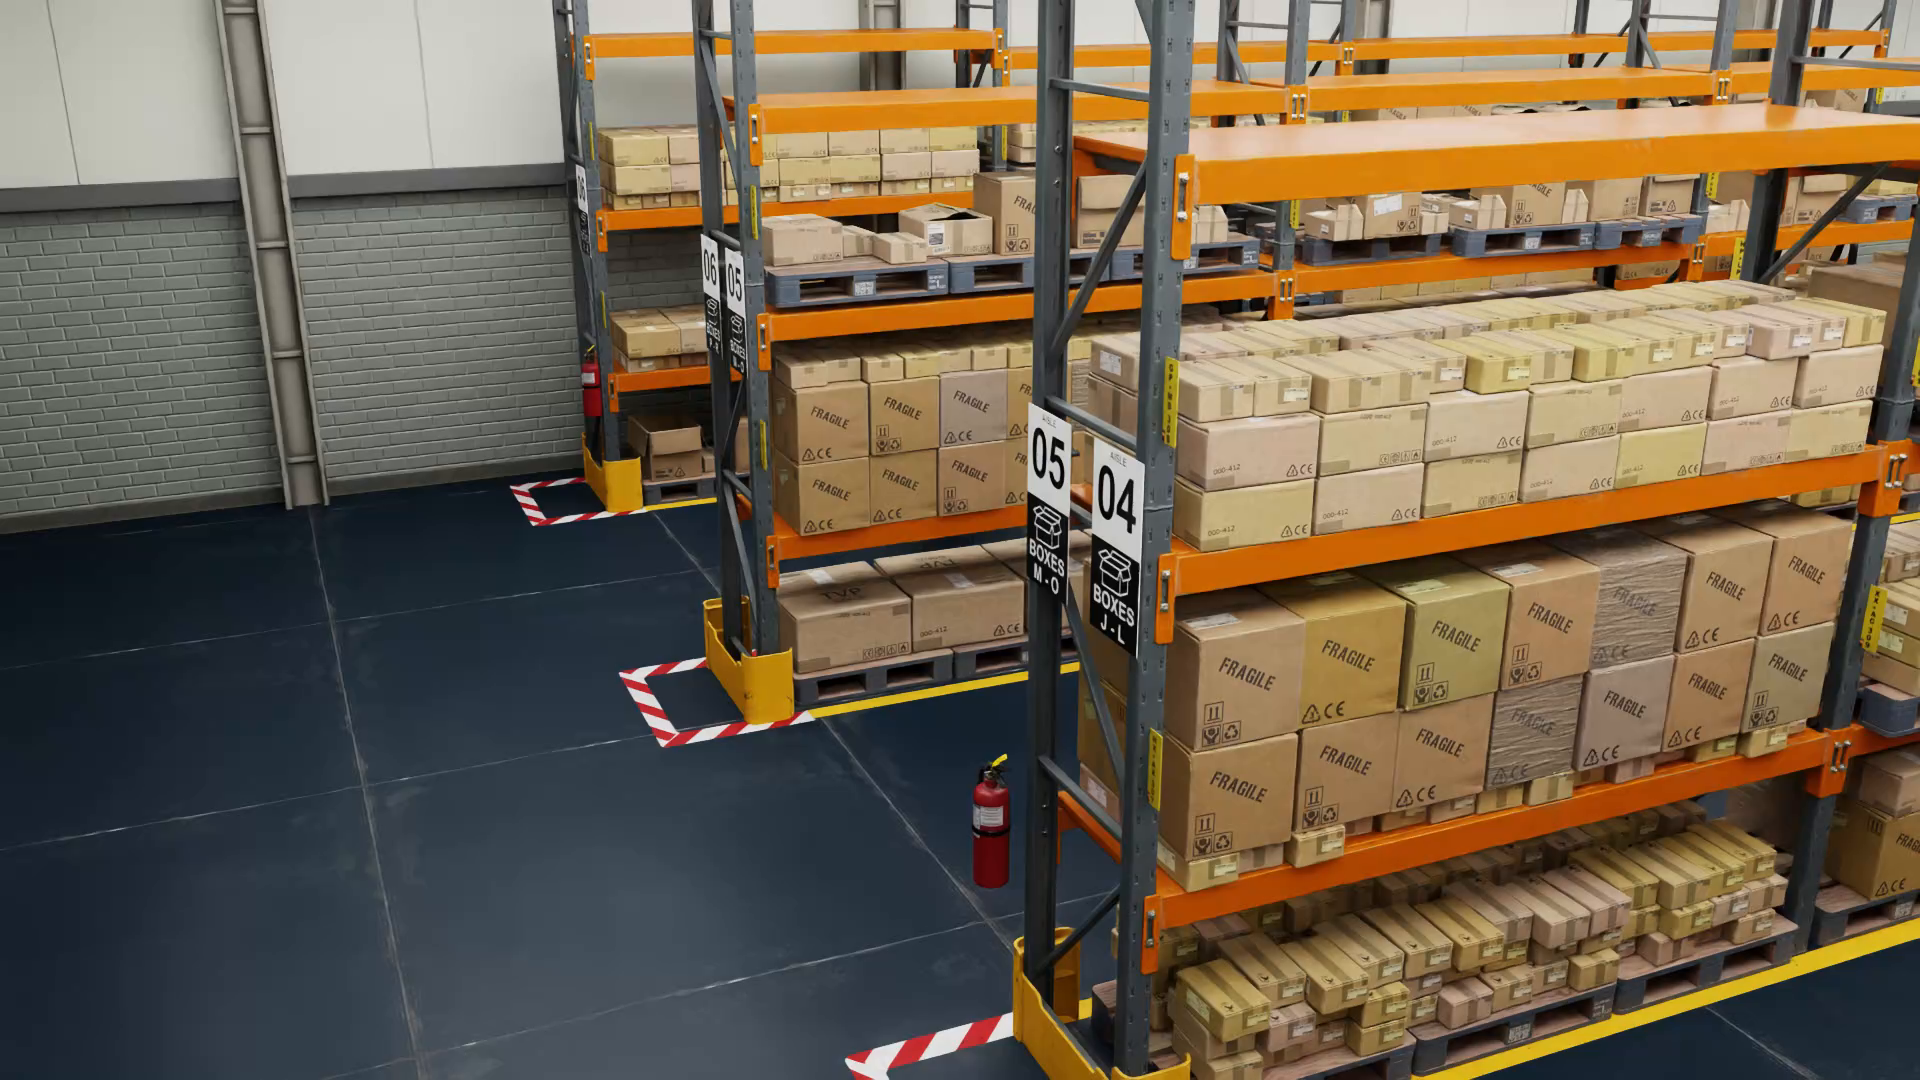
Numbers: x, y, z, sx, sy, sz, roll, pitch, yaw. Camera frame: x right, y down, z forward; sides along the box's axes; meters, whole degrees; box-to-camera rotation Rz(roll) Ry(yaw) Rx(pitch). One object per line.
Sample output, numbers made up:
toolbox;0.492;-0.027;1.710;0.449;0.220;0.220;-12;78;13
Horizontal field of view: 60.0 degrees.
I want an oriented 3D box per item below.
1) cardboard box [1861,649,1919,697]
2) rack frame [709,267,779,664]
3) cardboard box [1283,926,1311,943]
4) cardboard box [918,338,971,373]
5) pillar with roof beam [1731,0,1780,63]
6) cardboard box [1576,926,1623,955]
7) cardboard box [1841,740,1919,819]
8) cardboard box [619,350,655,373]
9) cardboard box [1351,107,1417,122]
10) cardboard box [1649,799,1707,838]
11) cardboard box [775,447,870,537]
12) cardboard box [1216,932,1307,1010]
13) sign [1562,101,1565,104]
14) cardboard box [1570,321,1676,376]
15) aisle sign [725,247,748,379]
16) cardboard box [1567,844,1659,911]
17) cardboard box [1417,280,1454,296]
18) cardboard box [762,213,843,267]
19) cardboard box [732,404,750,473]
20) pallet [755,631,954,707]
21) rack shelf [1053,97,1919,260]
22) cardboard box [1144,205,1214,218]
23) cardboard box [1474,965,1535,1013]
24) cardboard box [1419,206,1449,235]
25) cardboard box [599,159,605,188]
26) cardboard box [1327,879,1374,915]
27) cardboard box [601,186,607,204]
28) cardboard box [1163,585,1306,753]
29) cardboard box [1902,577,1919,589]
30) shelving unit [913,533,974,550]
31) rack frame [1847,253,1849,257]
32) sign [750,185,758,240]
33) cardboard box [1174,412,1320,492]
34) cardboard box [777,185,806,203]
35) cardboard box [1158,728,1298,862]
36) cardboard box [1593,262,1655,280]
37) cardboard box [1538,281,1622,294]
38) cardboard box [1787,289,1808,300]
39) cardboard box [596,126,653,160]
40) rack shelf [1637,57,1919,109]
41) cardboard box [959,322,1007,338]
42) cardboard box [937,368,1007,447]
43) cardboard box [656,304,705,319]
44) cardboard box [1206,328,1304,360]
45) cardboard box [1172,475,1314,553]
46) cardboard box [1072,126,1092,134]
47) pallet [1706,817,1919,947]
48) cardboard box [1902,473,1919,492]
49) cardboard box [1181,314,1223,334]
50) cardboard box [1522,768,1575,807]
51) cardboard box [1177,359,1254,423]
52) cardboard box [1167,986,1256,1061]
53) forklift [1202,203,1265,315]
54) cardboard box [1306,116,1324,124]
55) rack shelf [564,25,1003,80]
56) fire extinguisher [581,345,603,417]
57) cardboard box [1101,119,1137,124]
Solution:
cardboard box;4.774;0.637;8.442;0.250;0.149;0.380;-9;21;-25
rack frame;-1.496;-0.342;11.476;0.127;3.000;1.000;-8;21;-22
cardboard box;1.693;1.931;8.232;0.250;0.149;0.380;-8;21;-23
cardboard box;-0.109;-1.275;11.494;0.250;0.149;0.380;-8;21;-21
pillar with roof beam;11.935;-5.660;17.547;0.400;9.000;9.100;-8;21;-22
cardboard box;3.089;1.896;8.334;0.250;0.149;0.380;-8;21;-21
cardboard box;5.014;1.239;8.989;0.500;0.250;0.500;-9;21;-24
cardboard box;-3.055;-1.696;15.701;0.250;0.149;0.380;-8;21;-22
cardboard box;4.642;-4.636;18.221;0.500;0.500;0.500;-8;21;-21
cardboard box;3.832;1.476;9.077;0.250;0.149;0.380;-7;21;-20
cardboard box;-0.941;-0.365;11.390;0.500;0.500;0.500;-8;21;-22
cardboard box;1.379;1.982;7.640;0.250;0.149;0.380;-8;21;-21
sign;7.332;-5.299;20.140;0.005;0.325;0.100;-8;21;-22
cardboard box;2.874;-0.837;7.240;0.250;0.149;0.380;-8;21;-22
aisle sign;-1.447;-1.470;10.766;0.004;0.787;0.394;-8;21;-22
cardboard box;3.293;1.711;8.409;0.250;0.149;0.380;-7;21;-20
cardboard box;5.318;-2.955;19.124;0.500;0.250;0.500;-9;21;-24
cardboard box;-1.118;-2.018;11.163;0.500;0.250;0.500;-10;22;-27
cardboard box;-2.066;-1.026;16.551;0.500;0.500;0.700;-7;21;-20
pallet;-0.793;0.845;12.306;1.213;0.211;1.003;-8;21;-22
rack shelf;2.394;-1.598;7.098;4.000;0.370;1.077;-8;21;-22
cardboard box;1.554;-2.562;12.332;0.500;0.500;0.500;-8;21;-21
cardboard box;2.581;2.122;8.139;0.250;0.149;0.380;-8;21;-22
cardboard box;3.477;-2.430;12.611;0.250;0.166;0.380;-10;22;-26
cardboard box;-3.165;-3.481;15.653;0.500;0.250;0.500;-9;21;-23
cardboard box;1.872;1.718;8.390;0.250;0.149;0.380;-7;21;-20
cardboard box;-3.263;-3.264;15.637;0.250;0.149;0.380;-8;21;-20
cardboard box;1.075;0.517;6.933;0.500;0.500;0.500;-8;21;-22
cardboard box;5.028;0.318;8.453;0.250;0.149;0.380;-8;21;-20
shelving unit;-0.152;-0.544;14.761;0.503;1.200;0.258;-8;21;-22
rack frame;11.226;-3.960;21.752;0.127;3.000;1.000;-8;21;-22
sign;-1.282;-2.036;10.337;0.005;0.325;0.100;-8;21;-22
cardboard box;1.073;-0.405;6.613;0.500;0.250;0.500;-8;21;-21
cardboard box;-1.635;-3.294;15.724;0.250;0.149;0.380;-8;21;-22
cardboard box;1.079;0.992;7.089;0.500;0.500;0.500;-7;21;-19
cardboard box;8.064;-3.460;20.180;0.500;0.500;0.500;-9;21;-23
cardboard box;5.300;-1.923;14.310;0.500;0.500;0.500;-9;21;-24
cardboard box;7.315;-1.911;14.702;0.500;0.500;0.500;-8;21;-21
cardboard box;-3.168;-3.719;15.576;0.500;0.250;0.500;-9;21;-23
rack shelf;7.686;-3.959;14.402;4.000;0.370;1.077;-8;21;-22
cardboard box;0.153;-1.488;12.099;0.250;0.149;0.380;-7;21;-20
cardboard box;-0.001;-0.977;11.624;0.500;0.500;0.500;-8;21;-22
cardboard box;-2.674;-2.133;16.343;0.500;0.250;0.500;-8;21;-22
cardboard box;1.247;-0.783;7.087;0.250;0.149;0.380;-9;21;-24
cardboard box;1.071;-0.171;6.700;0.500;0.250;0.500;-7;21;-20
cardboard box;1.122;-4.046;16.627;0.250;0.149;0.380;-9;21;-23
pallet;4.945;1.841;9.477;1.213;0.211;1.003;-8;21;-22
cardboard box;9.042;-0.809;16.128;0.625;0.372;0.950;-8;21;-21
cardboard box;1.735;-1.554;12.285;0.250;0.149;0.380;-8;21;-21
cardboard box;2.654;1.083;7.807;0.250;0.149;0.380;-8;21;-21
cardboard box;0.945;-0.587;6.528;0.250;0.149;0.380;-8;21;-22
cardboard box;1.140;2.170;7.555;0.250;0.149;0.380;-7;21;-20
forklift;2.708;-1.777;15.657;3.031;2.935;1.130;-8;21;-21
cardboard box;3.682;-4.444;17.789;0.250;0.149;0.380;-7;21;-20
rack shelf;-1.629;-4.607;15.645;4.000;0.370;1.077;-8;21;-22
fire extinguisher;-3.417;-1.482;15.393;0.183;0.674;0.296;-8;21;-22
cardboard box;1.644;-4.293;17.328;0.250;0.149;0.380;-8;21;-22
